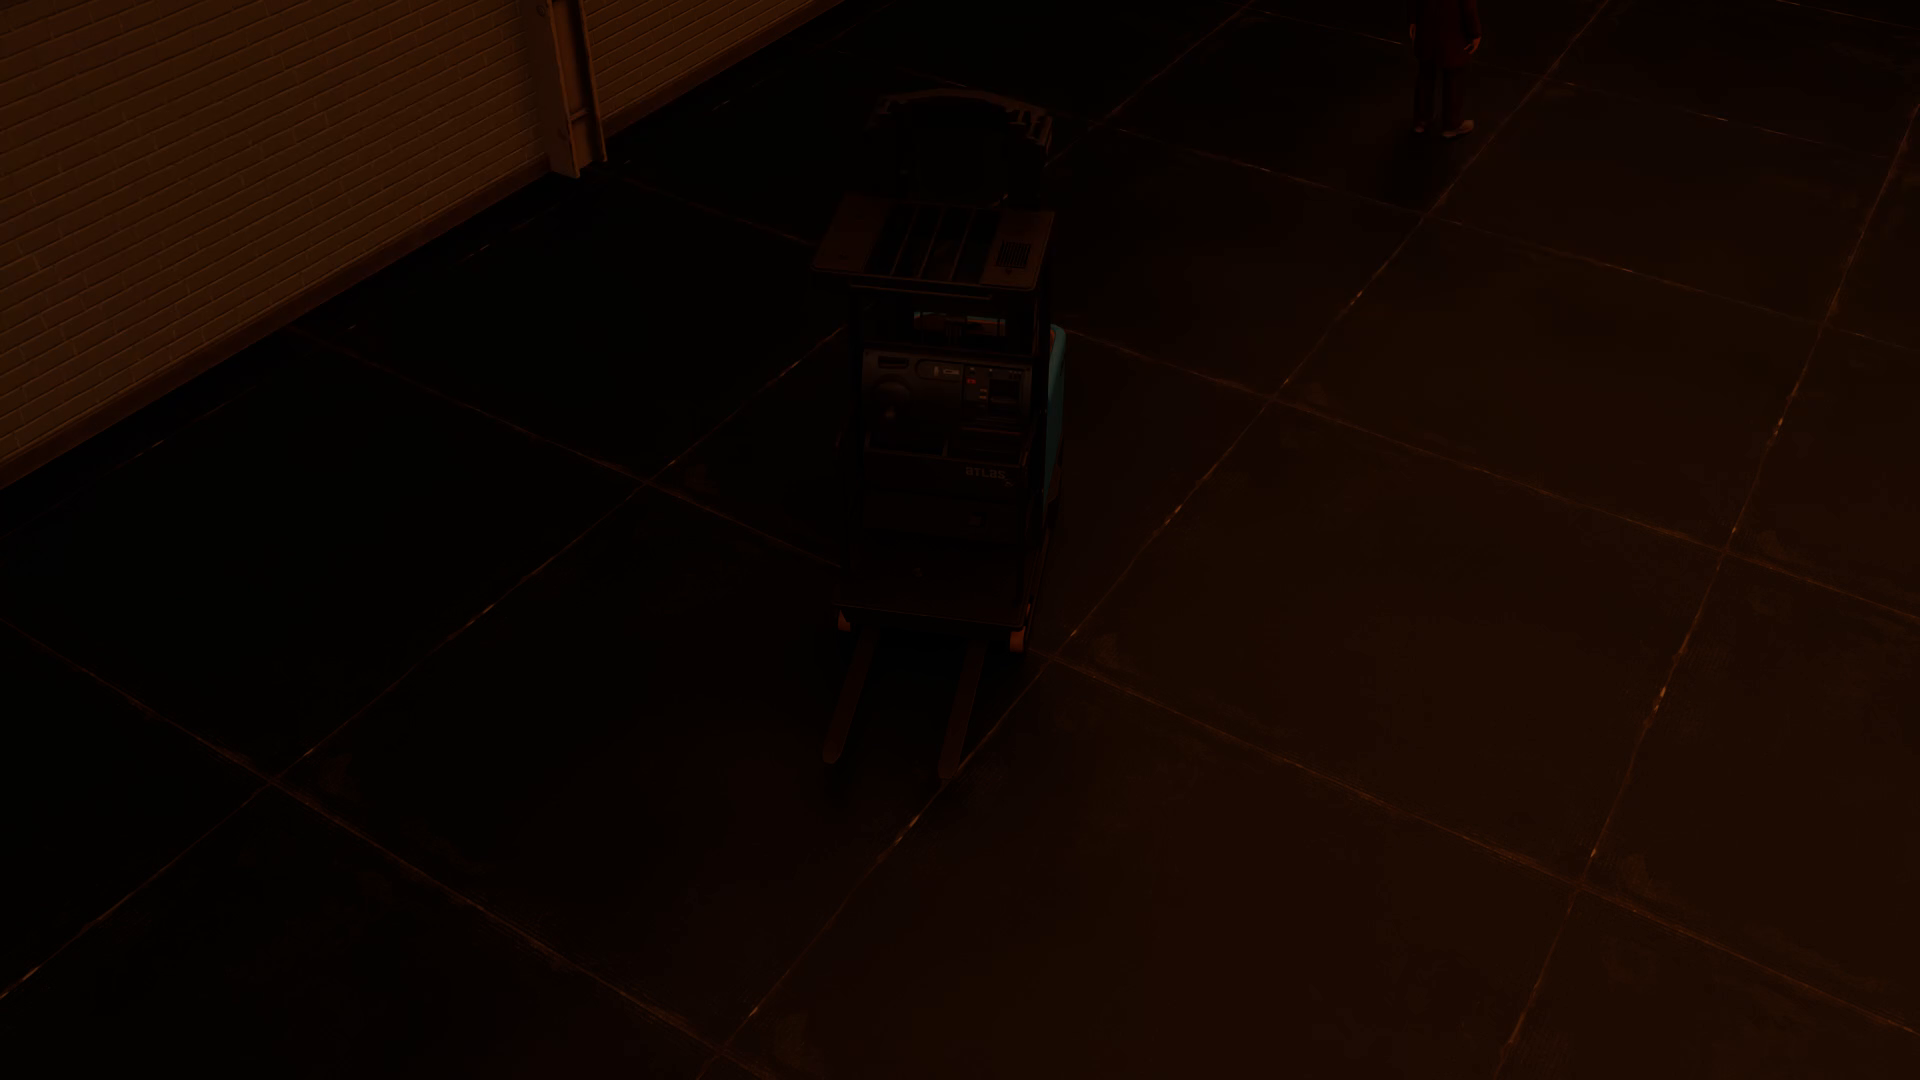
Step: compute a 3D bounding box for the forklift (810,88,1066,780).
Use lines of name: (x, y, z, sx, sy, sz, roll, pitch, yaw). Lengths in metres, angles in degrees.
forklift: (-0.108, -0.731, 8.830, 1.130, 2.935, 3.031, 7, 41, 8)

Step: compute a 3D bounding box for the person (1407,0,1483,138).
person: (4.072, -4.263, 13.884, 0.692, 1.782, 0.567, 32, 50, 32)
